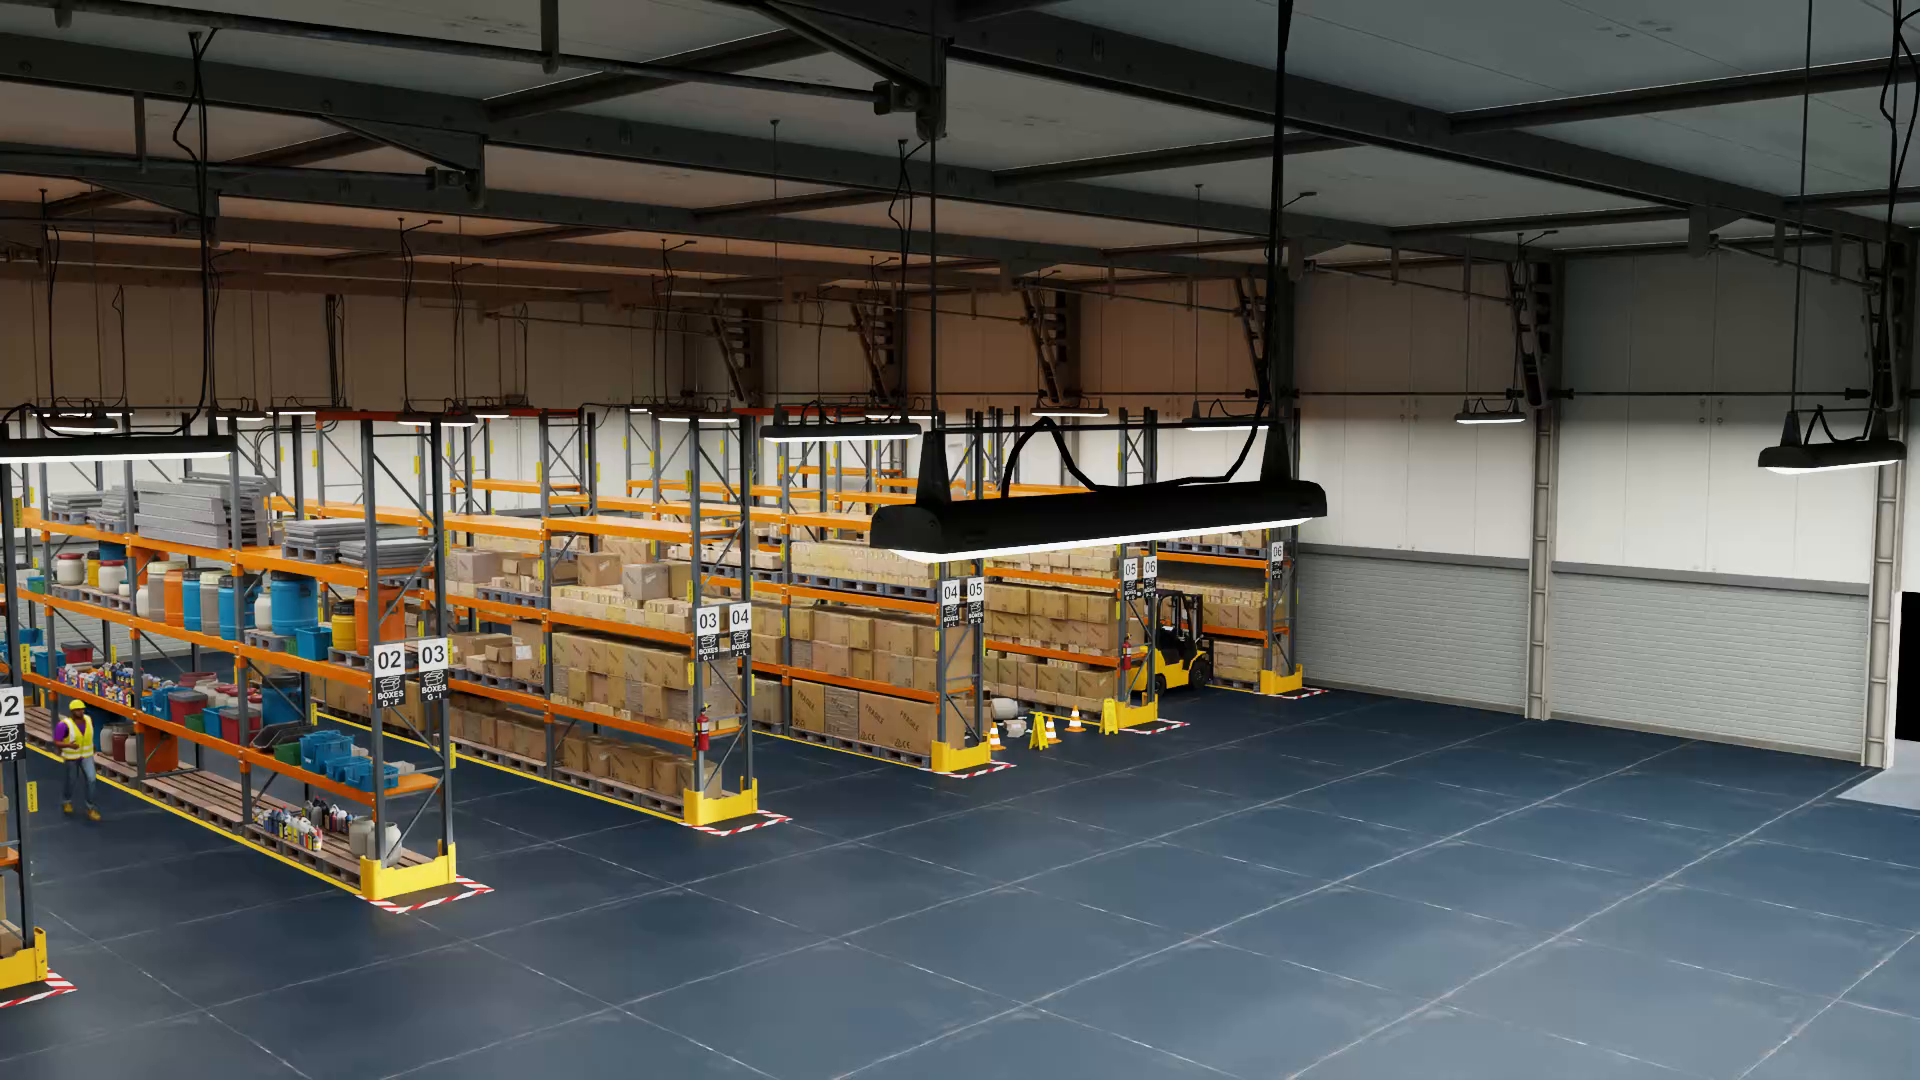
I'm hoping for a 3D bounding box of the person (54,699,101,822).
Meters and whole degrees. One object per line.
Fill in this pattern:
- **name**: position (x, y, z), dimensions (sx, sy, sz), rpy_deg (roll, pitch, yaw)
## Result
- **person**: position (-13.144, 3.251, 24.736), dimensions (0.890, 1.796, 0.640), rpy_deg (5, 7, 44)
